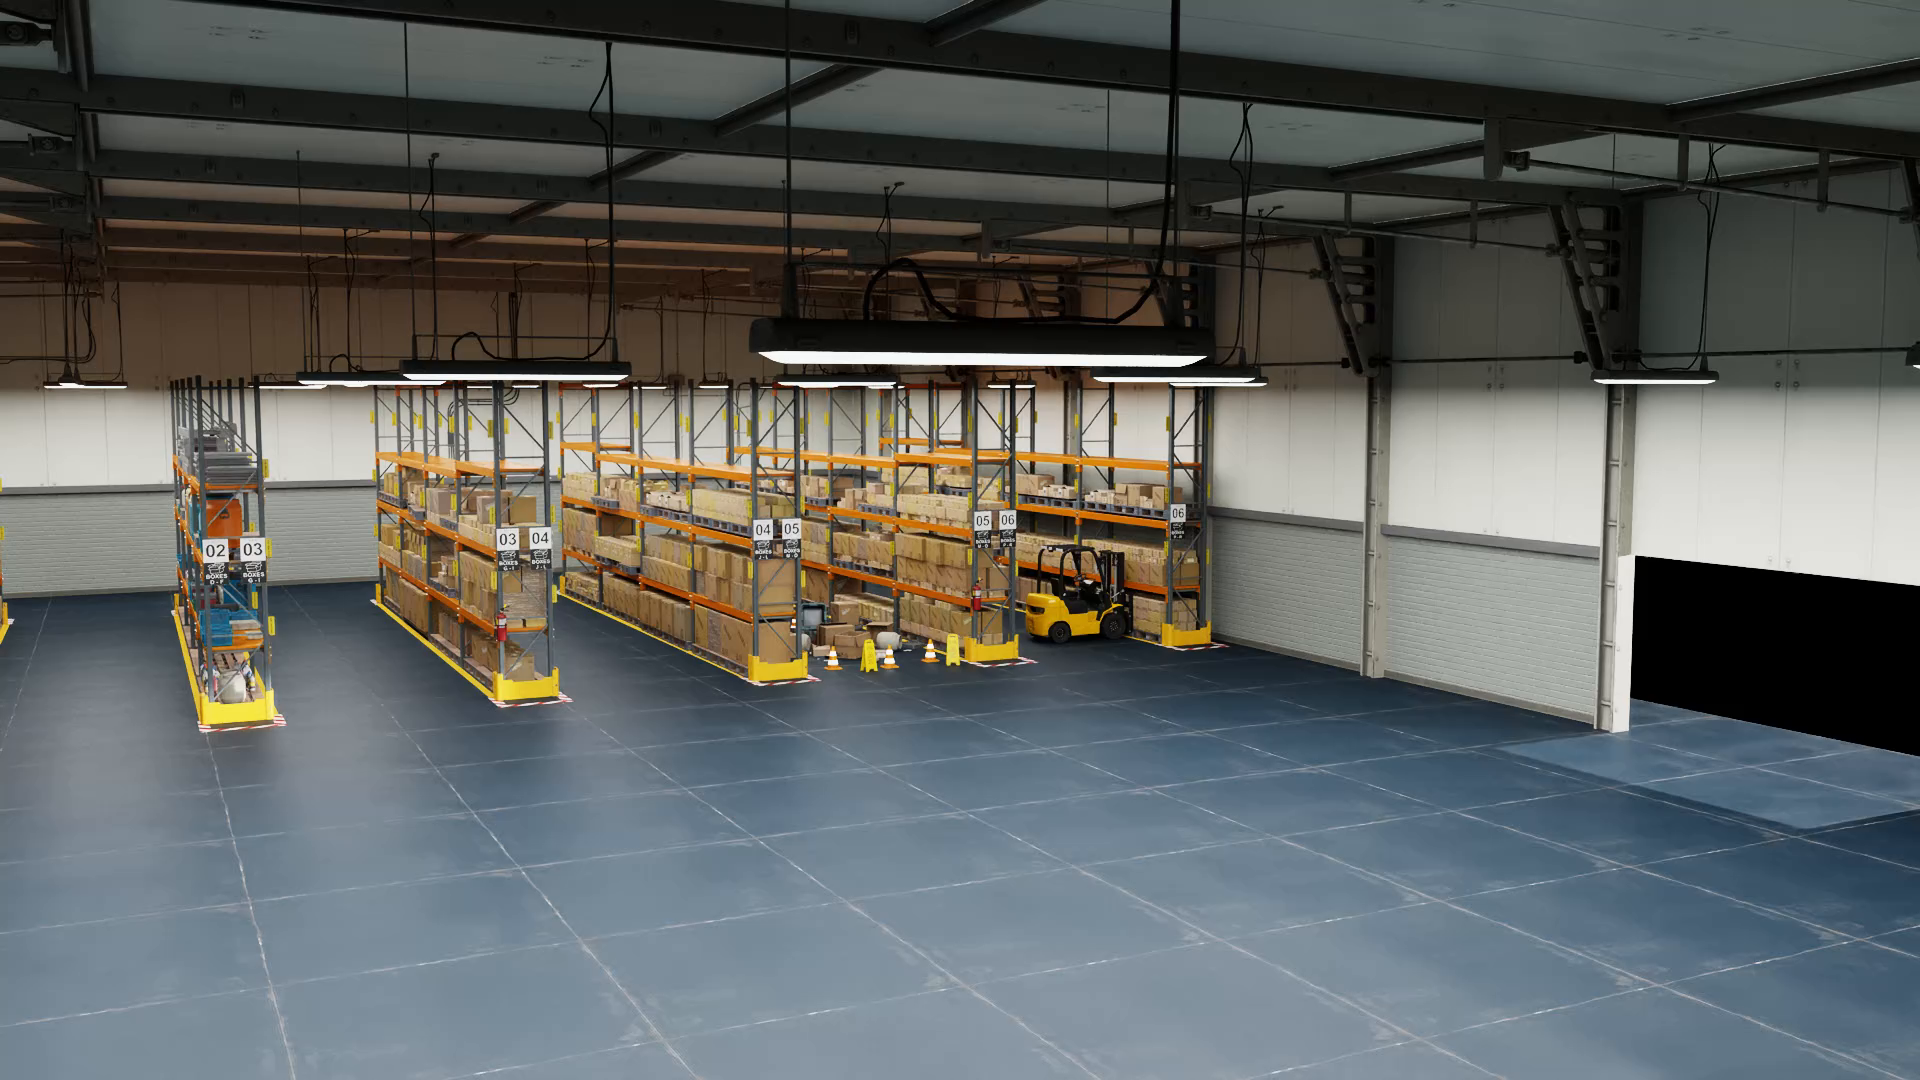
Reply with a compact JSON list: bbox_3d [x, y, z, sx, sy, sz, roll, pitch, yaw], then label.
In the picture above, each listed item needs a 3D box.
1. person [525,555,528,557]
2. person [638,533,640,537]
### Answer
[{"bbox_3d":[-12.199,0.699,46.049,0.713,1.721,1.085,0,5,1],"label":"person"},{"bbox_3d":[-9.077,0.635,47.593,0.627,1.746,0.781,-4,6,-35],"label":"person"}]
